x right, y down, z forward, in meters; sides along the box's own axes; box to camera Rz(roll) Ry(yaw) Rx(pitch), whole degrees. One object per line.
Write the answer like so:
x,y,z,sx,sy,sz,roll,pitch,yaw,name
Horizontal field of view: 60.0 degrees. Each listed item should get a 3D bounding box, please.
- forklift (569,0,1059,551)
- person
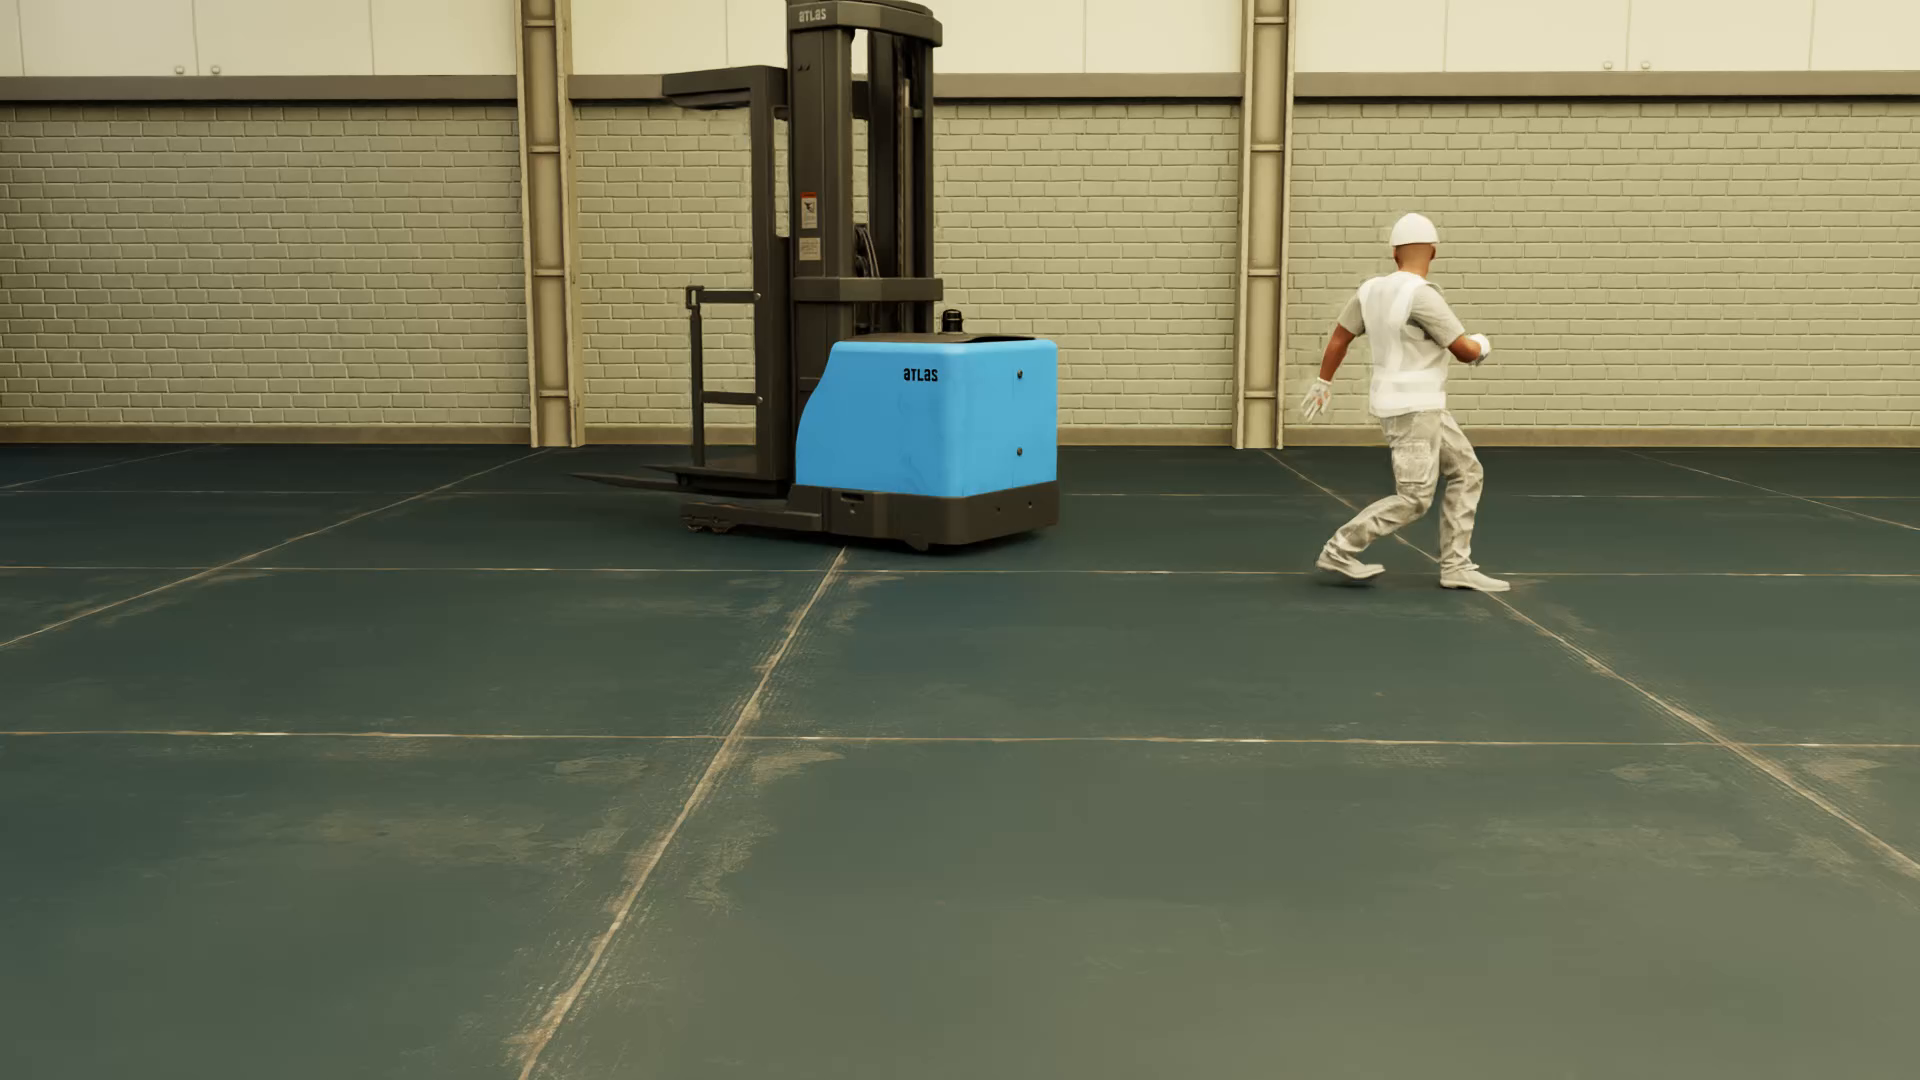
-0.958,-1.541,9.387,3.031,2.935,1.130,6,11,34,forklift
2.030,-0.614,7.510,0.941,1.691,0.584,1,9,7,person
